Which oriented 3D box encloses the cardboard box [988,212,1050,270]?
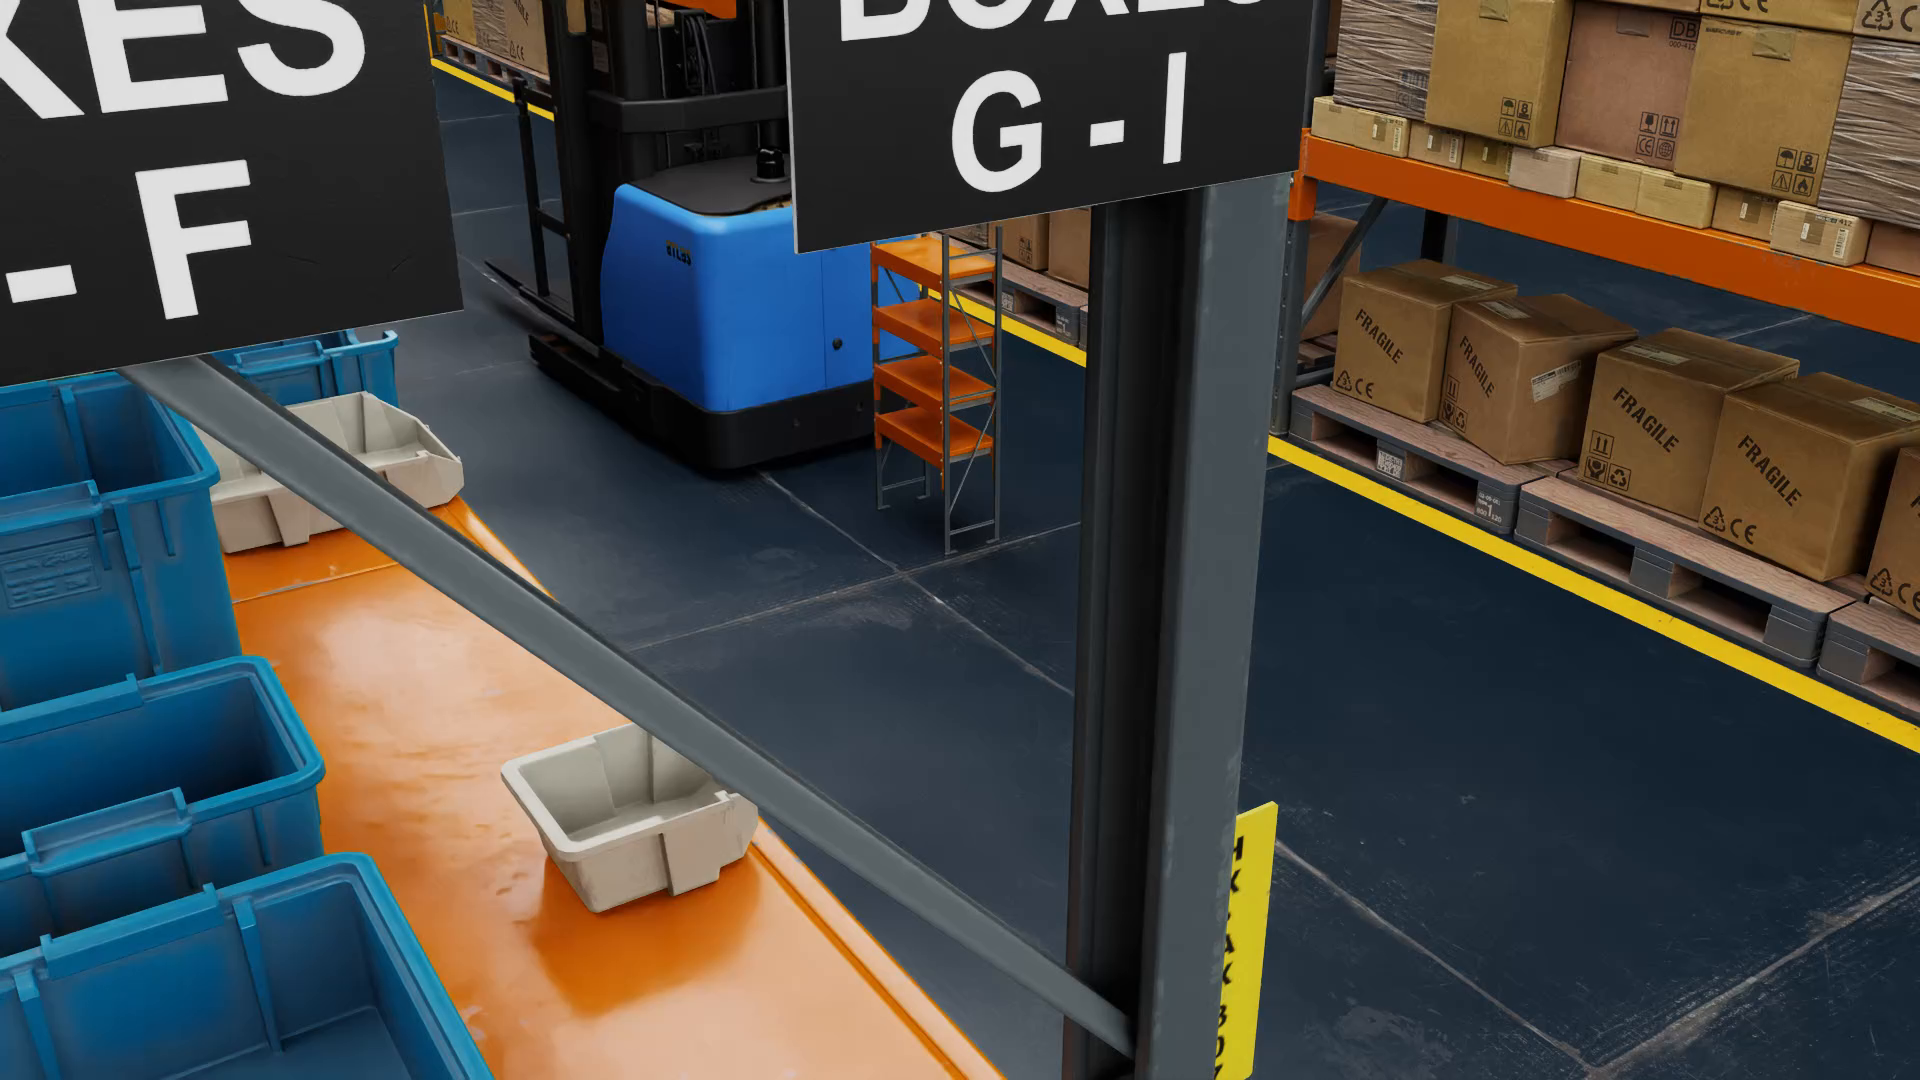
[{"bbox_3d":[0.579,-1.803,8.968,0.700,0.500,0.500,-13,28,-25],"label":"cardboard box"}]

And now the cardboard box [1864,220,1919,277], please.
[{"bbox_3d":[2.910,-0.888,4.911,0.380,0.149,0.250,-16,29,-30],"label":"cardboard box"}]

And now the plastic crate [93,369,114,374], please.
[{"bbox_3d":[-2.219,-0.536,3.944,0.767,0.338,0.504,-16,29,-30],"label":"plastic crate"}]

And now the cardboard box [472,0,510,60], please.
[{"bbox_3d":[-3.886,-4.920,15.156,0.875,0.875,0.875,-16,29,-30],"label":"cardboard box"}]

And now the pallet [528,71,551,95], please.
[{"bbox_3d":[-2.966,-3.826,14.106,1.003,0.211,1.213,-16,29,-30],"label":"pallet"}]

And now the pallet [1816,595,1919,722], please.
[{"bbox_3d":[3.479,0.431,5.090,1.003,0.211,1.213,-16,29,-30],"label":"pallet"}]

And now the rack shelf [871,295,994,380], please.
[{"bbox_3d":[-0.090,-0.743,6.053,0.258,0.148,0.480,-16,29,-30],"label":"rack shelf"}]

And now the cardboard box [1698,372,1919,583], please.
[{"bbox_3d":[2.927,-0.225,5.649,0.500,0.500,0.500,-13,28,-25],"label":"cardboard box"}]

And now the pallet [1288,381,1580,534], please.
[{"bbox_3d":[2.147,-0.442,6.939,1.003,0.211,1.213,-16,29,-30],"label":"pallet"}]

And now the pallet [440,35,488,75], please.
[{"bbox_3d":[-4.298,-4.698,15.955,1.003,0.211,1.213,-16,29,-30],"label":"pallet"}]

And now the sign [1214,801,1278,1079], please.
[{"bbox_3d":[0.248,0.398,1.569,0.100,0.325,0.005,-16,29,-30],"label":"sign"}]

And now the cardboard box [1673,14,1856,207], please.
[{"bbox_3d":[2.784,-1.408,5.254,0.875,0.500,0.500,-16,29,-30],"label":"cardboard box"}]

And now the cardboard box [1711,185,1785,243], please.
[{"bbox_3d":[2.621,-1.062,5.280,0.380,0.149,0.250,-16,29,-30],"label":"cardboard box"}]

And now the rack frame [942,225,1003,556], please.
[{"bbox_3d":[0.043,-0.515,5.934,0.240,1.200,0.015,-16,29,-30],"label":"rack frame"}]

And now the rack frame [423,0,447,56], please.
[{"bbox_3d":[-4.800,-6.227,15.927,1.000,3.000,0.127,-16,29,-30],"label":"rack frame"}]

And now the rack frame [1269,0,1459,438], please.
[{"bbox_3d":[1.751,-1.935,6.835,1.000,3.000,0.127,-16,29,-30],"label":"rack frame"}]

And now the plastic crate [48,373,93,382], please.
[{"bbox_3d":[-1.894,-0.134,3.267,0.450,0.188,0.662,-16,29,-30],"label":"plastic crate"}]

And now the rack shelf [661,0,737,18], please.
[{"bbox_3d":[-1.524,-3.756,11.535,1.077,0.370,4.000,-16,29,-30],"label":"rack shelf"}]

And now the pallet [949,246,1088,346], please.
[{"bbox_3d":[0.655,-1.389,8.945,1.003,0.211,1.213,-16,29,-30],"label":"pallet"}]

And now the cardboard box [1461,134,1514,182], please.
[{"bbox_3d":[2.046,-1.412,6.021,0.380,0.149,0.250,-16,29,-30],"label":"cardboard box"}]

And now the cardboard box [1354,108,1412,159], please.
[{"bbox_3d":[1.742,-1.582,6.381,0.380,0.149,0.250,-16,29,-30],"label":"cardboard box"}]

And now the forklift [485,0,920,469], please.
[{"bbox_3d":[-1.410,-2.185,7.446,1.130,2.935,3.031,-17,30,-31],"label":"forklift"}]

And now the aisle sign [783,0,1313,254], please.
[{"bbox_3d":[0.070,-0.568,0.894,0.394,0.787,0.004,-16,29,-30],"label":"aisle sign"}]

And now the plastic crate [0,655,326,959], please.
[{"bbox_3d":[-1.089,0.374,2.117,0.499,0.251,0.408,-16,29,-30],"label":"plastic crate"}]

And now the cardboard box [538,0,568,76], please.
[{"bbox_3d":[-2.909,-4.280,13.800,0.875,0.875,0.875,-16,29,-30],"label":"cardboard box"}]

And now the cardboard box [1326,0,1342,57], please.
[{"bbox_3d":[1.435,-2.713,7.288,1.000,1.000,1.000,-15,29,-29],"label":"cardboard box"}]

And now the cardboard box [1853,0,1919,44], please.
[{"bbox_3d":[2.879,-1.632,4.557,0.500,0.500,0.500,-16,29,-30],"label":"cardboard box"}]

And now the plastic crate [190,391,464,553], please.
[{"bbox_3d":[-1.300,-0.140,3.341,0.530,0.136,0.437,-16,29,-30],"label":"plastic crate"}]

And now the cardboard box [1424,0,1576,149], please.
[{"bbox_3d":[2.189,-1.752,5.983,0.875,0.500,0.500,-16,29,-30],"label":"cardboard box"}]

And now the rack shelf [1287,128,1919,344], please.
[{"bbox_3d":[2.843,-0.894,5.473,1.077,0.370,4.000,-16,29,-30],"label":"rack shelf"}]

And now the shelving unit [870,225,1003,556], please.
[{"bbox_3d":[-0.090,-0.602,6.119,0.258,1.200,0.503,-16,29,-30],"label":"shelving unit"}]

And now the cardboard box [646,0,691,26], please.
[{"bbox_3d":[-1.761,-3.482,12.109,1.225,0.875,0.875,-17,30,-31],"label":"cardboard box"}]

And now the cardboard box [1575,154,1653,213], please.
[{"bbox_3d":[2.320,-1.233,5.642,0.380,0.149,0.250,-16,29,-30],"label":"cardboard box"}]

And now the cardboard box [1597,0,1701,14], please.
[{"bbox_3d":[2.331,-1.989,5.313,0.500,0.500,0.500,-16,29,-30],"label":"cardboard box"}]

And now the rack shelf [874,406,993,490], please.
[{"bbox_3d":[-0.090,-0.361,6.233,0.258,0.148,0.480,-16,29,-30],"label":"rack shelf"}]

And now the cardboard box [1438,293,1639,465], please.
[{"bbox_3d":[2.255,-0.639,6.526,0.500,0.500,0.500,-6,26,-13],"label":"cardboard box"}]

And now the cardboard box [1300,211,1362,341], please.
[{"bbox_3d":[1.434,-1.228,7.751,0.700,0.500,0.500,-18,31,-33],"label":"cardboard box"}]
